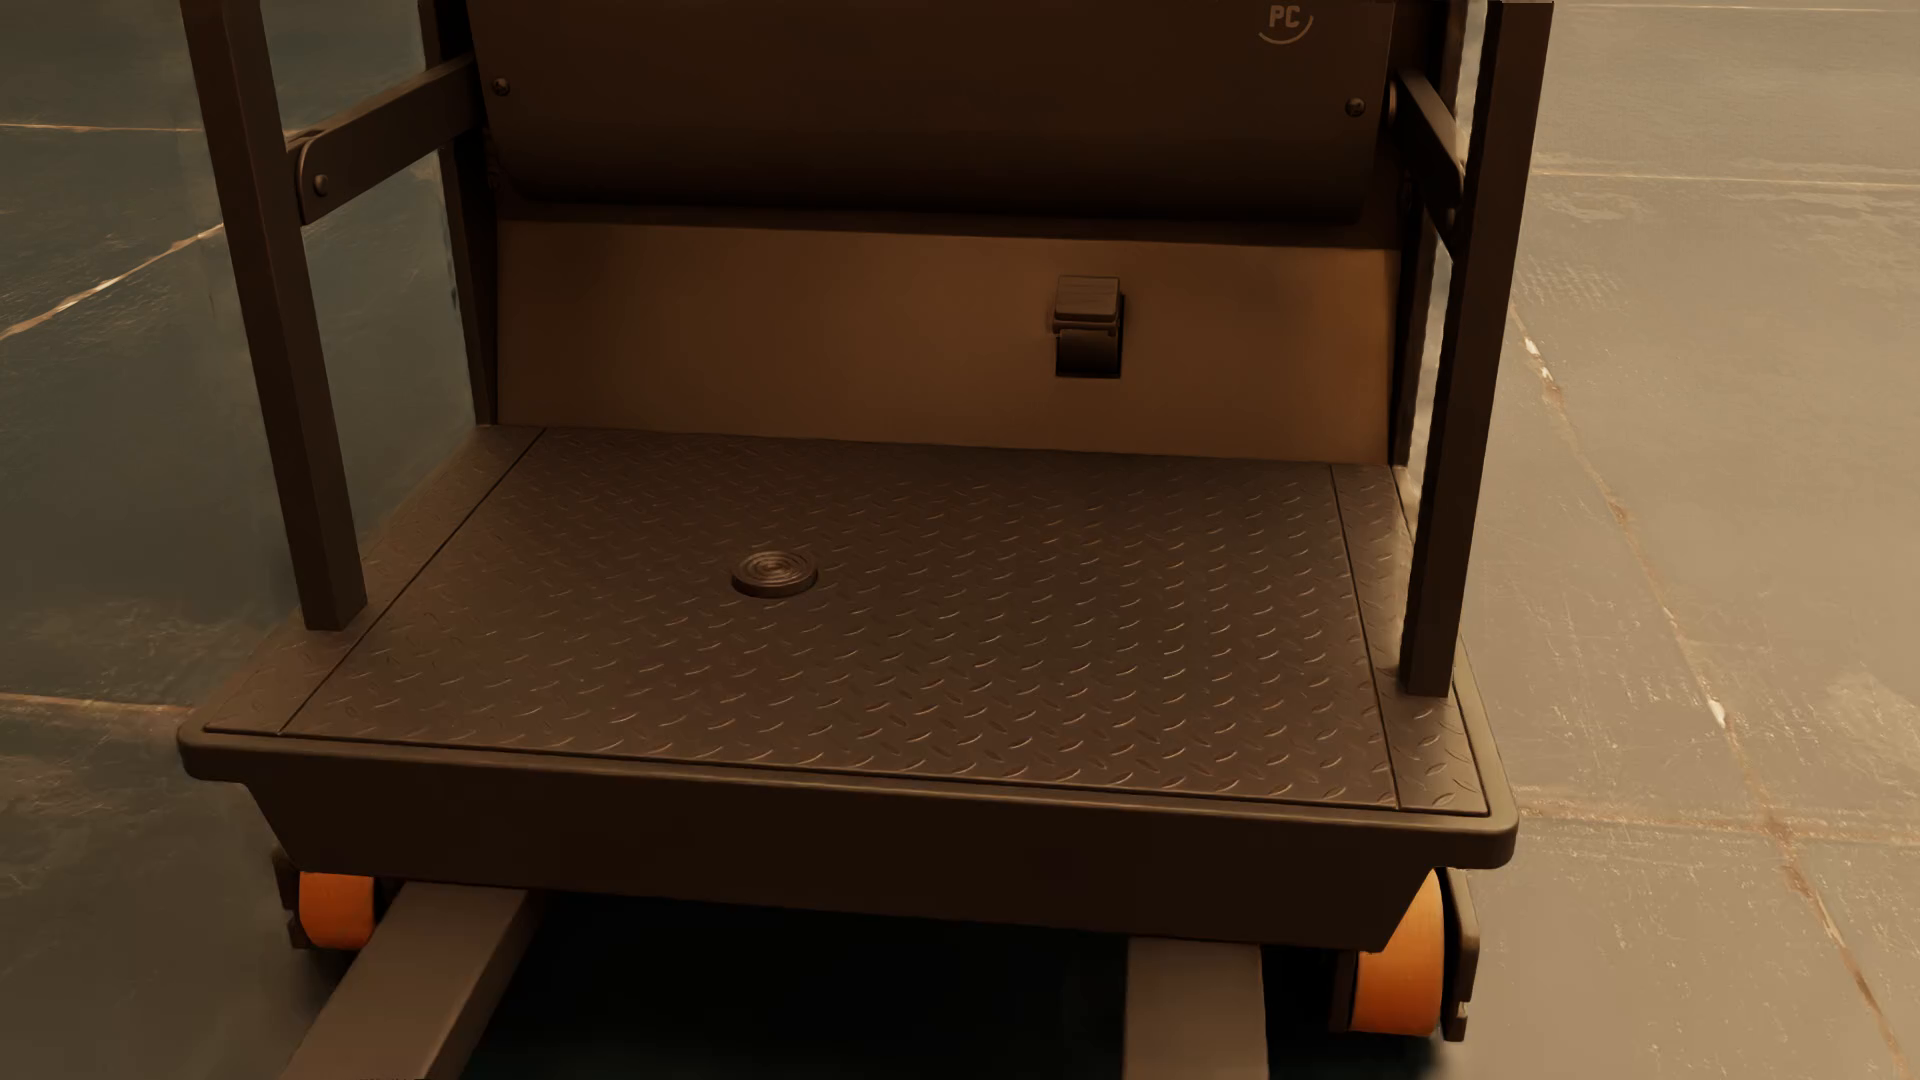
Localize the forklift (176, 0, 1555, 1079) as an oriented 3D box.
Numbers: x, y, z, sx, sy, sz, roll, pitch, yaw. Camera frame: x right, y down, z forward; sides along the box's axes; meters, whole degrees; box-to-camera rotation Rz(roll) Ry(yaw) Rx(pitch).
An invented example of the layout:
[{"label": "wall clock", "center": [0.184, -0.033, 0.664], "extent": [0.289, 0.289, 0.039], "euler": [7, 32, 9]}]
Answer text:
[{"label": "forklift", "center": [-0.059, -1.009, 1.239], "extent": [1.130, 2.935, 3.031], "euler": [3, 27, 6]}]
